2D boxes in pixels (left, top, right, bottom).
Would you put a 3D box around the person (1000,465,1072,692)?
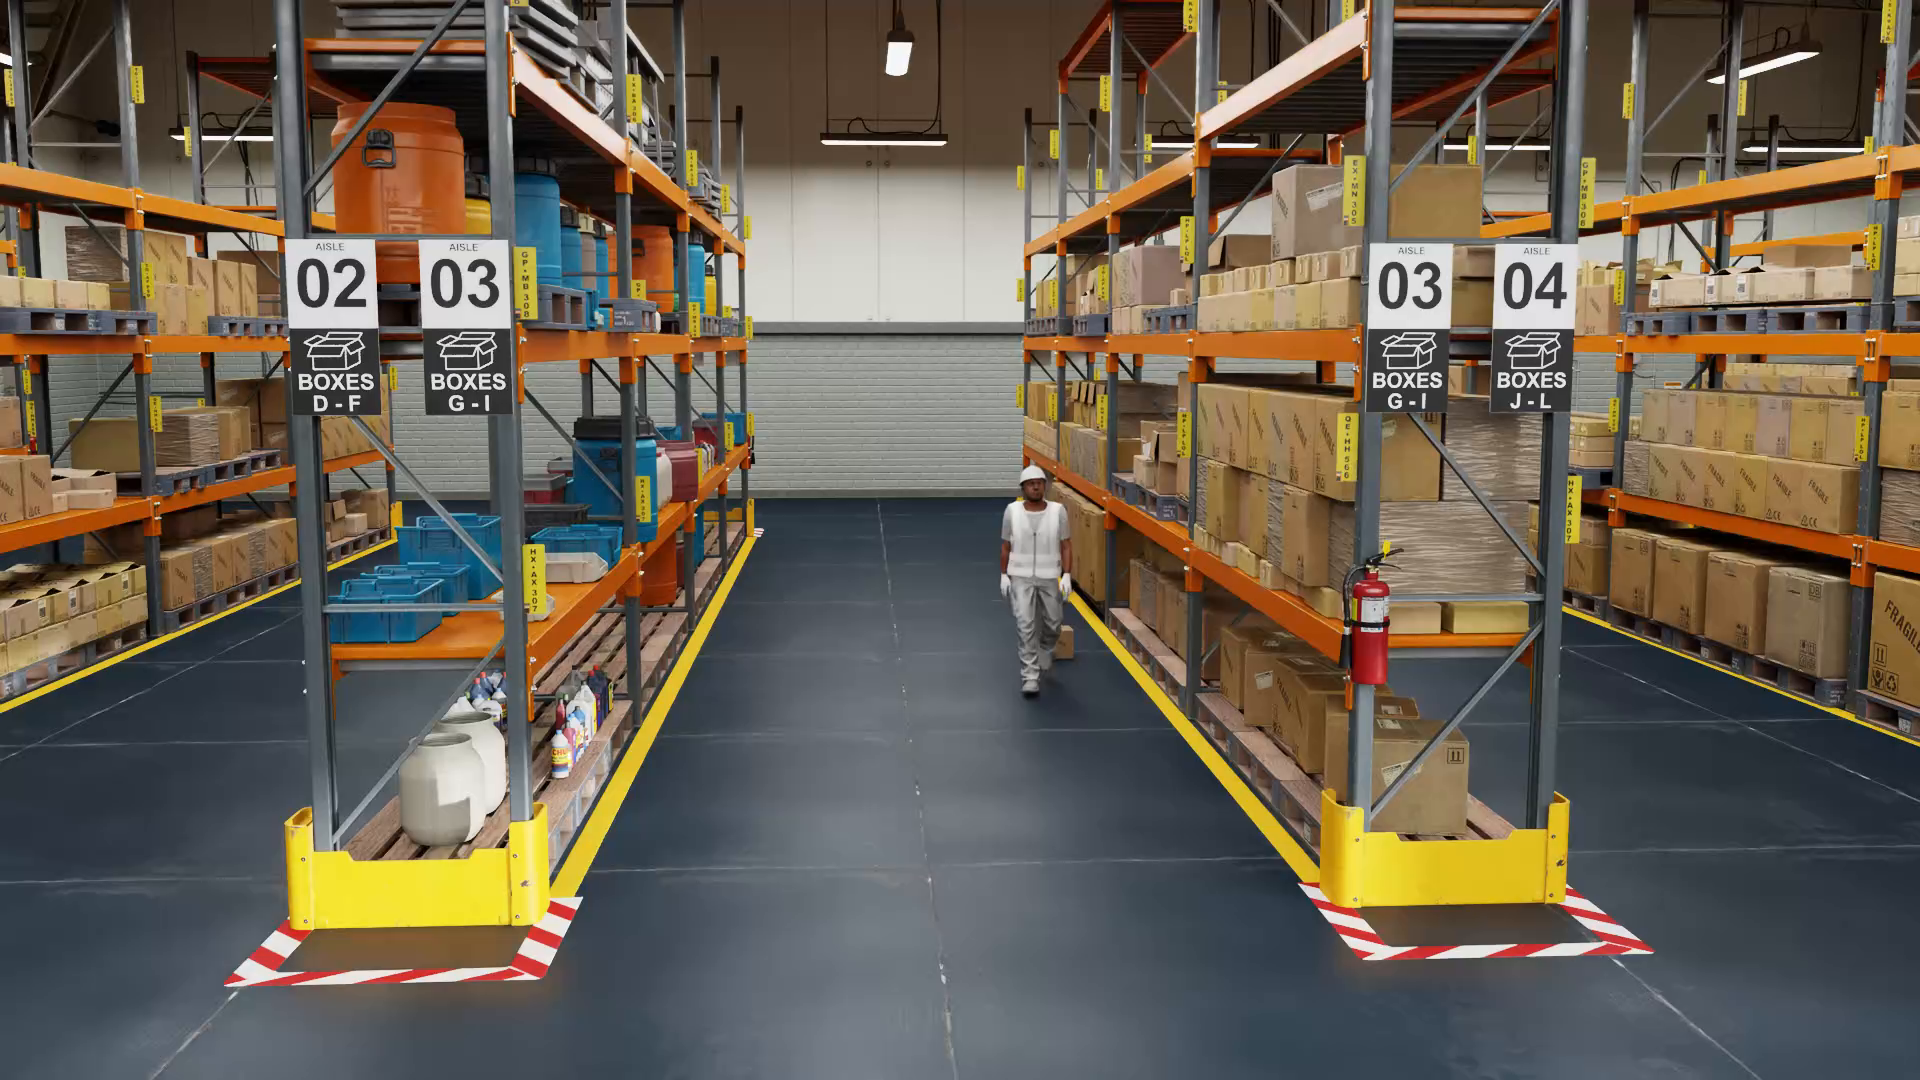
[{"bbox_3d":[0.601,0.288,13.142,0.566,1.765,0.794,0,7,2],"label":"person"}]
